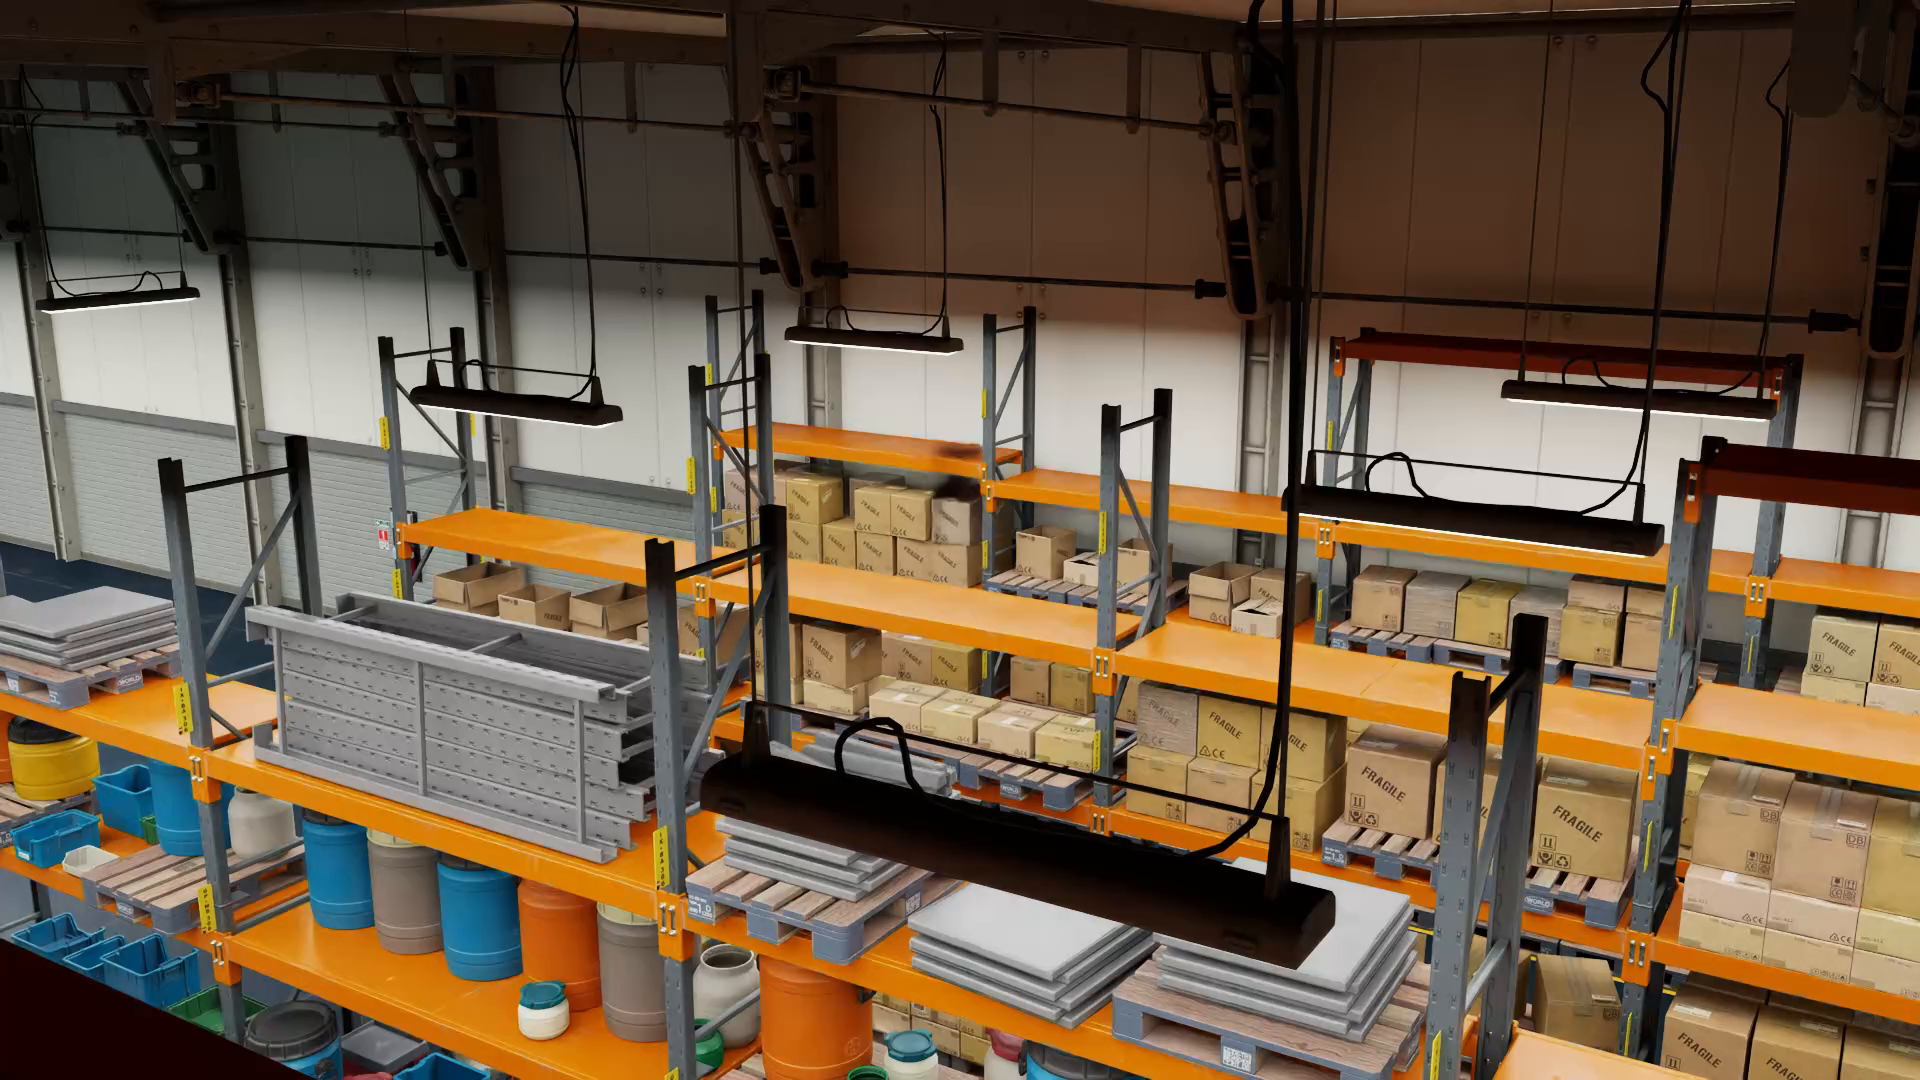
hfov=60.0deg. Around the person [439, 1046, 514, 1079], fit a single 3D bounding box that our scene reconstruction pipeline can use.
[{"bbox_3d":[-3.863,4.062,13.107,0.498,1.711,1.047,-13,19,-43],"label":"person"}]
